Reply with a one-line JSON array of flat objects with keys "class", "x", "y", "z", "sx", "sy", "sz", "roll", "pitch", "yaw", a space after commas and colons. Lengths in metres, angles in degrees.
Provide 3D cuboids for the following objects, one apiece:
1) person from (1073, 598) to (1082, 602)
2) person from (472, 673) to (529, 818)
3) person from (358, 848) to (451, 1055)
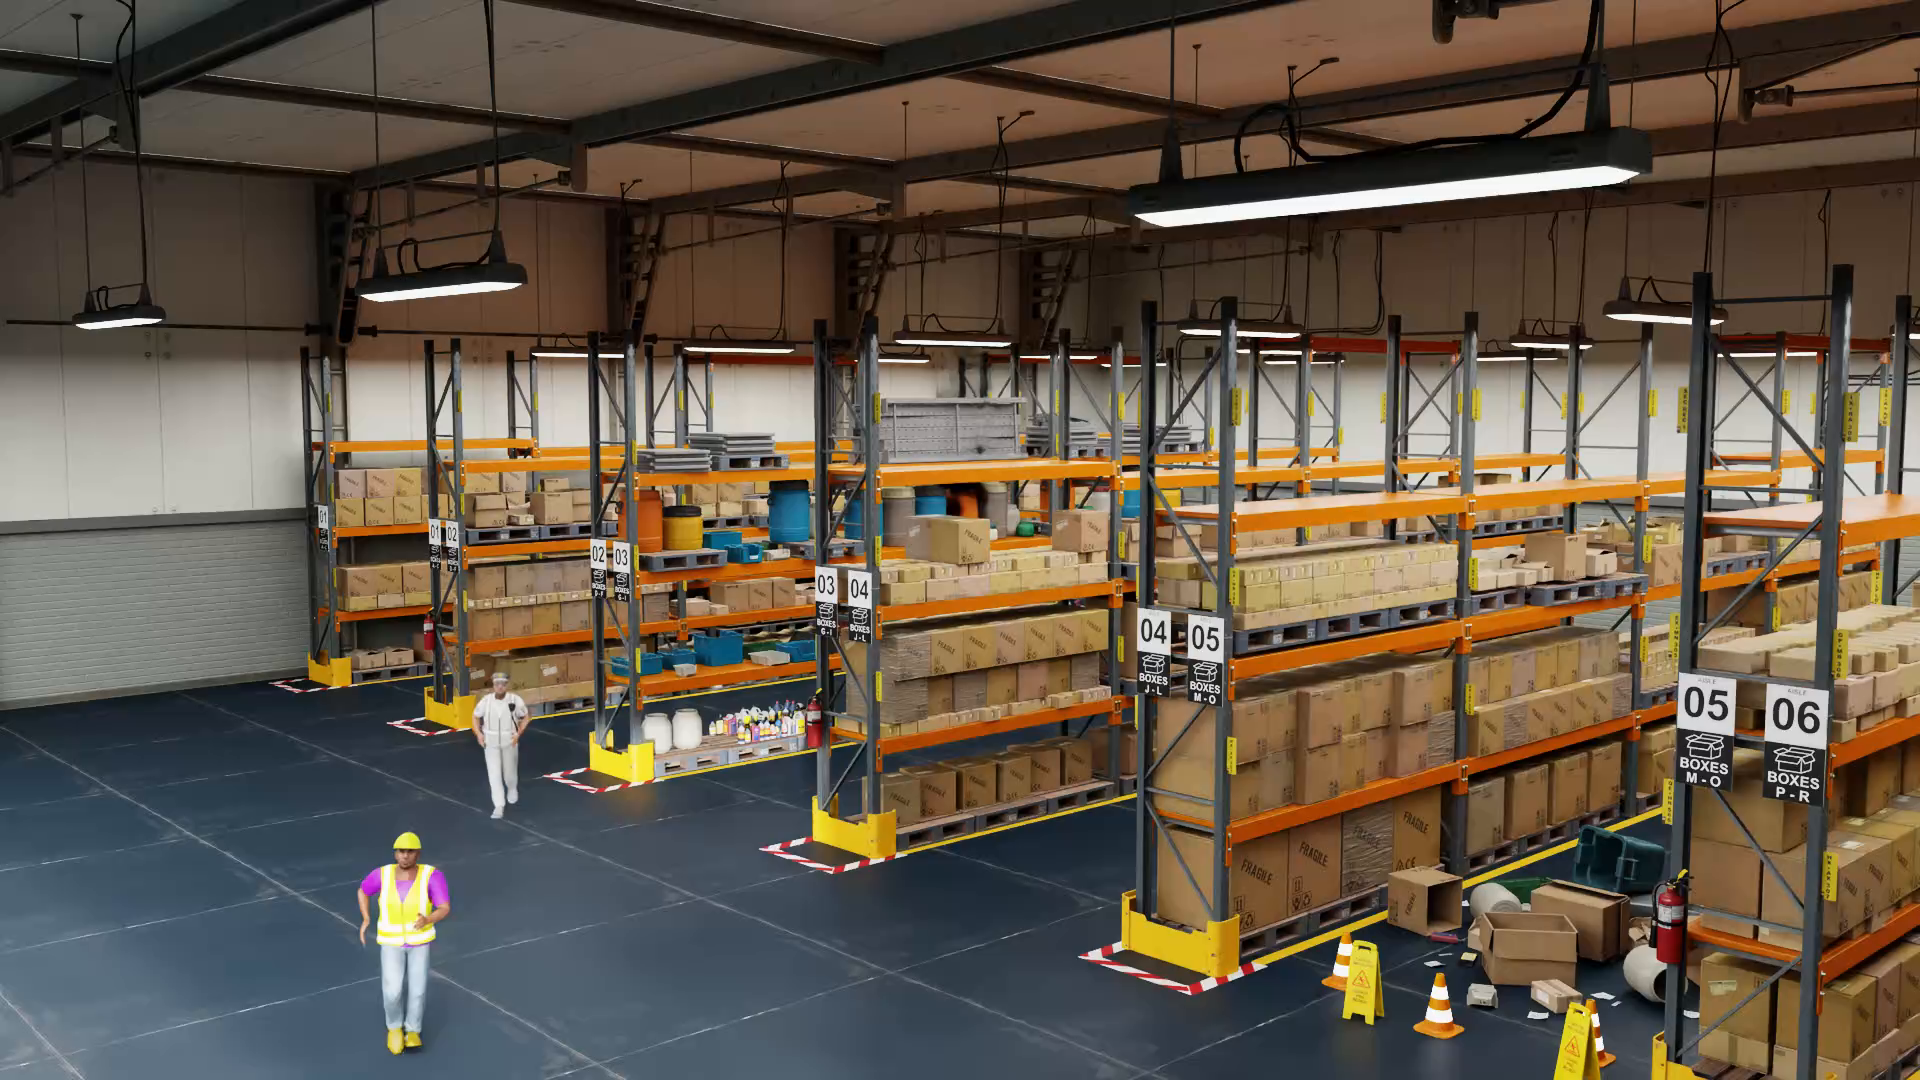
[{"class": "person", "x": 2.434, "y": 1.487, "z": 32.871, "sx": 0.522, "sy": 1.618, "sz": 0.751, "roll": 4, "pitch": 7, "yaw": 41}, {"class": "person", "x": -5.676, "y": 2.496, "z": 20.553, "sx": 0.689, "sy": 1.769, "sz": 0.682, "roll": -1, "pitch": 5, "yaw": -12}, {"class": "person", "x": -4.326, "y": 3.169, "z": 12.974, "sx": 0.695, "sy": 1.708, "sz": 0.666, "roll": -2, "pitch": 5, "yaw": -18}]
